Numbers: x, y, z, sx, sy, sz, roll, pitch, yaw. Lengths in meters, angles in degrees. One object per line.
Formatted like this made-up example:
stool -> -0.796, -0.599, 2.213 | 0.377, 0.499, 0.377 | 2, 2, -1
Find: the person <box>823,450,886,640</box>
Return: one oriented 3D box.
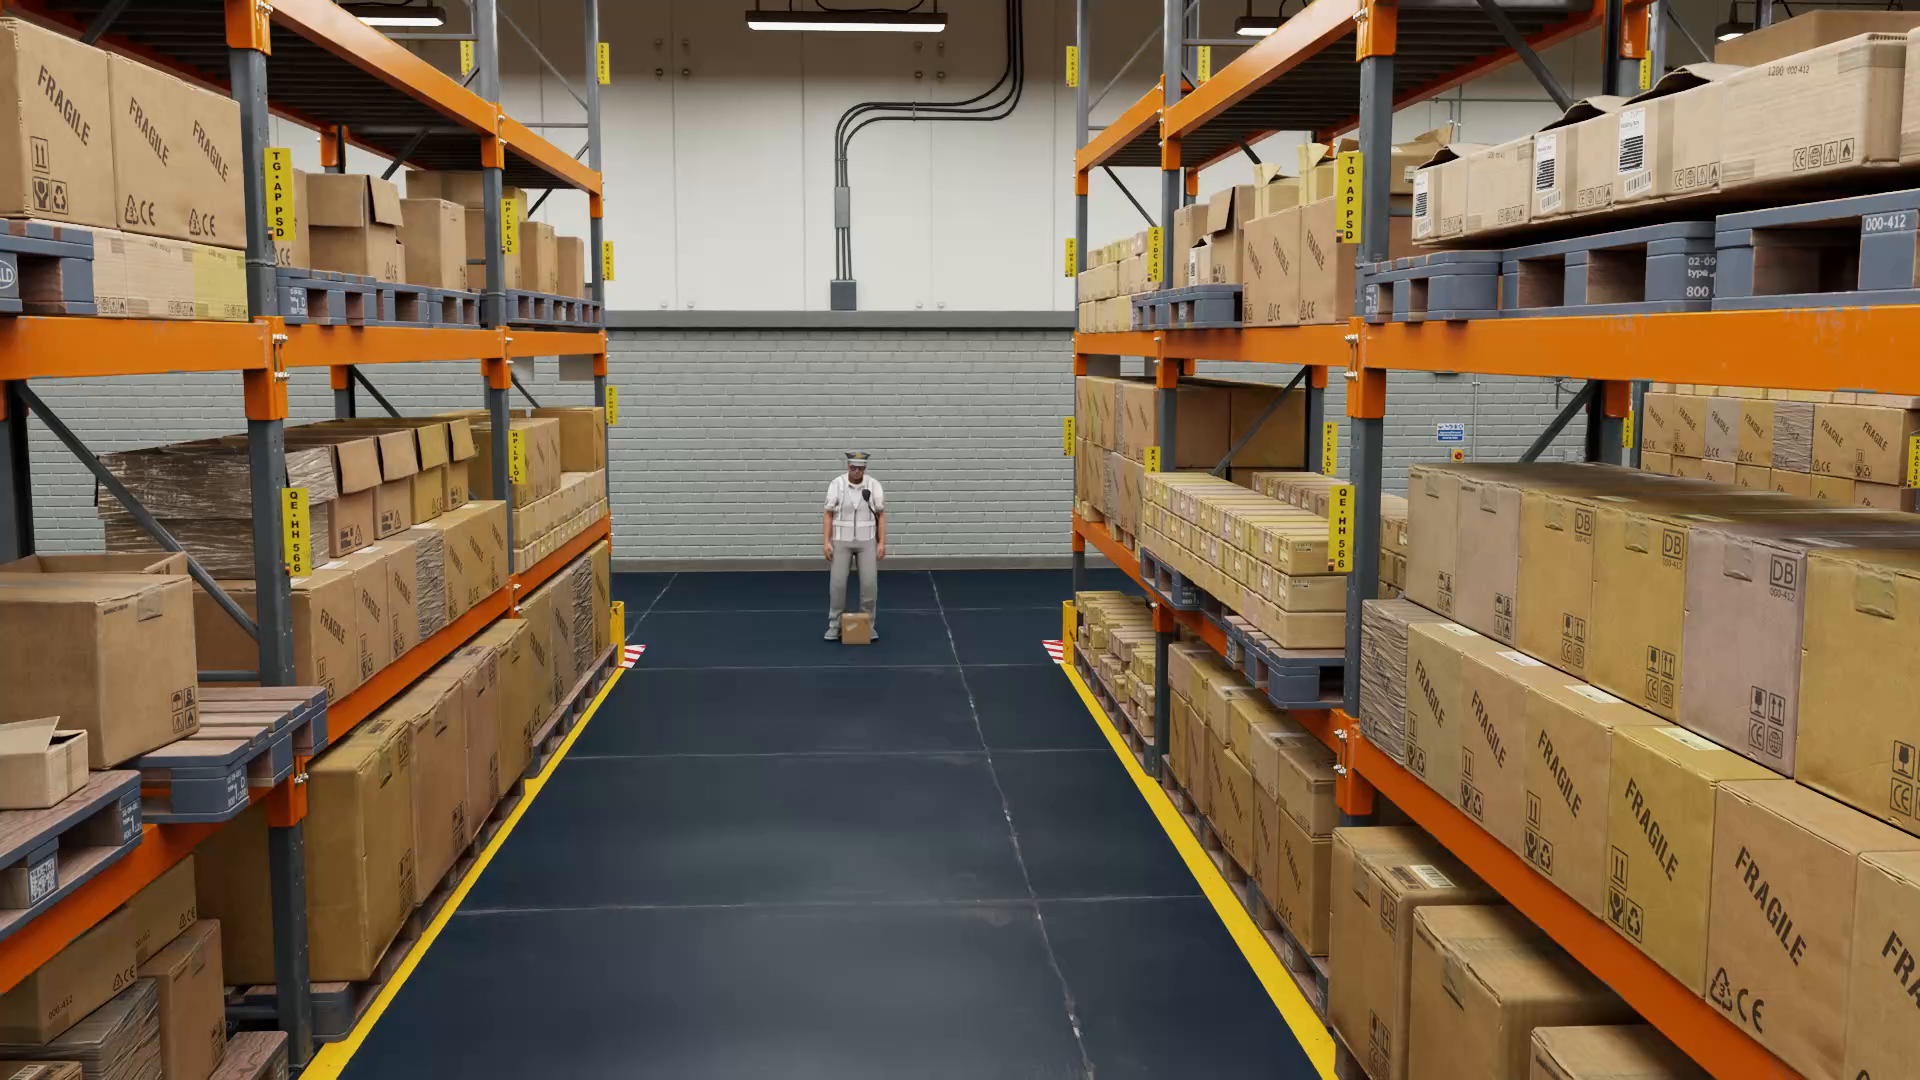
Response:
person -> -0.977, 0.037, 15.406 | 0.588, 1.746, 0.446 | -1, 7, -6
